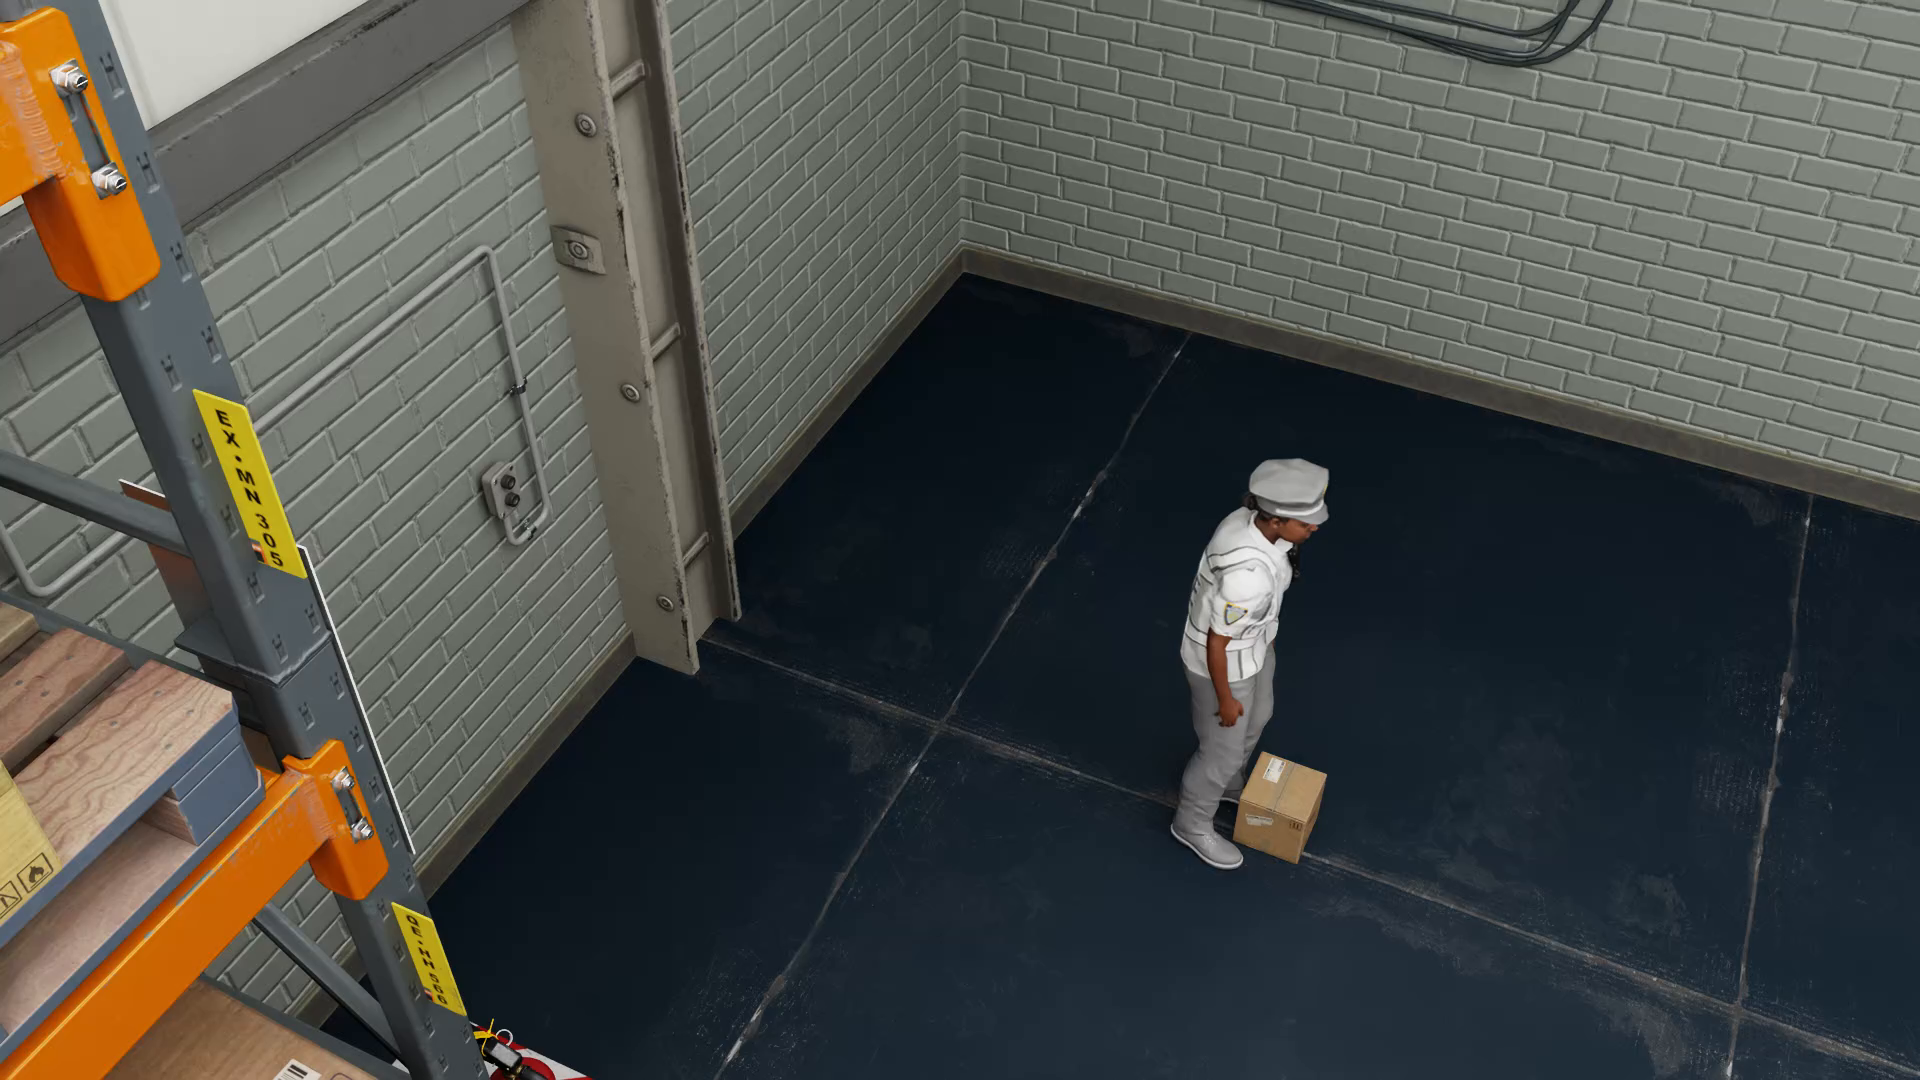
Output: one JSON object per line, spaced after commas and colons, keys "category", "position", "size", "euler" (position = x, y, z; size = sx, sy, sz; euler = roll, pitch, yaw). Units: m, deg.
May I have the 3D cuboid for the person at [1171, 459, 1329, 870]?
{"category": "person", "position": [0.969, 0.410, 5.709], "size": [0.415, 1.659, 0.508], "euler": [17, 45, 18]}
